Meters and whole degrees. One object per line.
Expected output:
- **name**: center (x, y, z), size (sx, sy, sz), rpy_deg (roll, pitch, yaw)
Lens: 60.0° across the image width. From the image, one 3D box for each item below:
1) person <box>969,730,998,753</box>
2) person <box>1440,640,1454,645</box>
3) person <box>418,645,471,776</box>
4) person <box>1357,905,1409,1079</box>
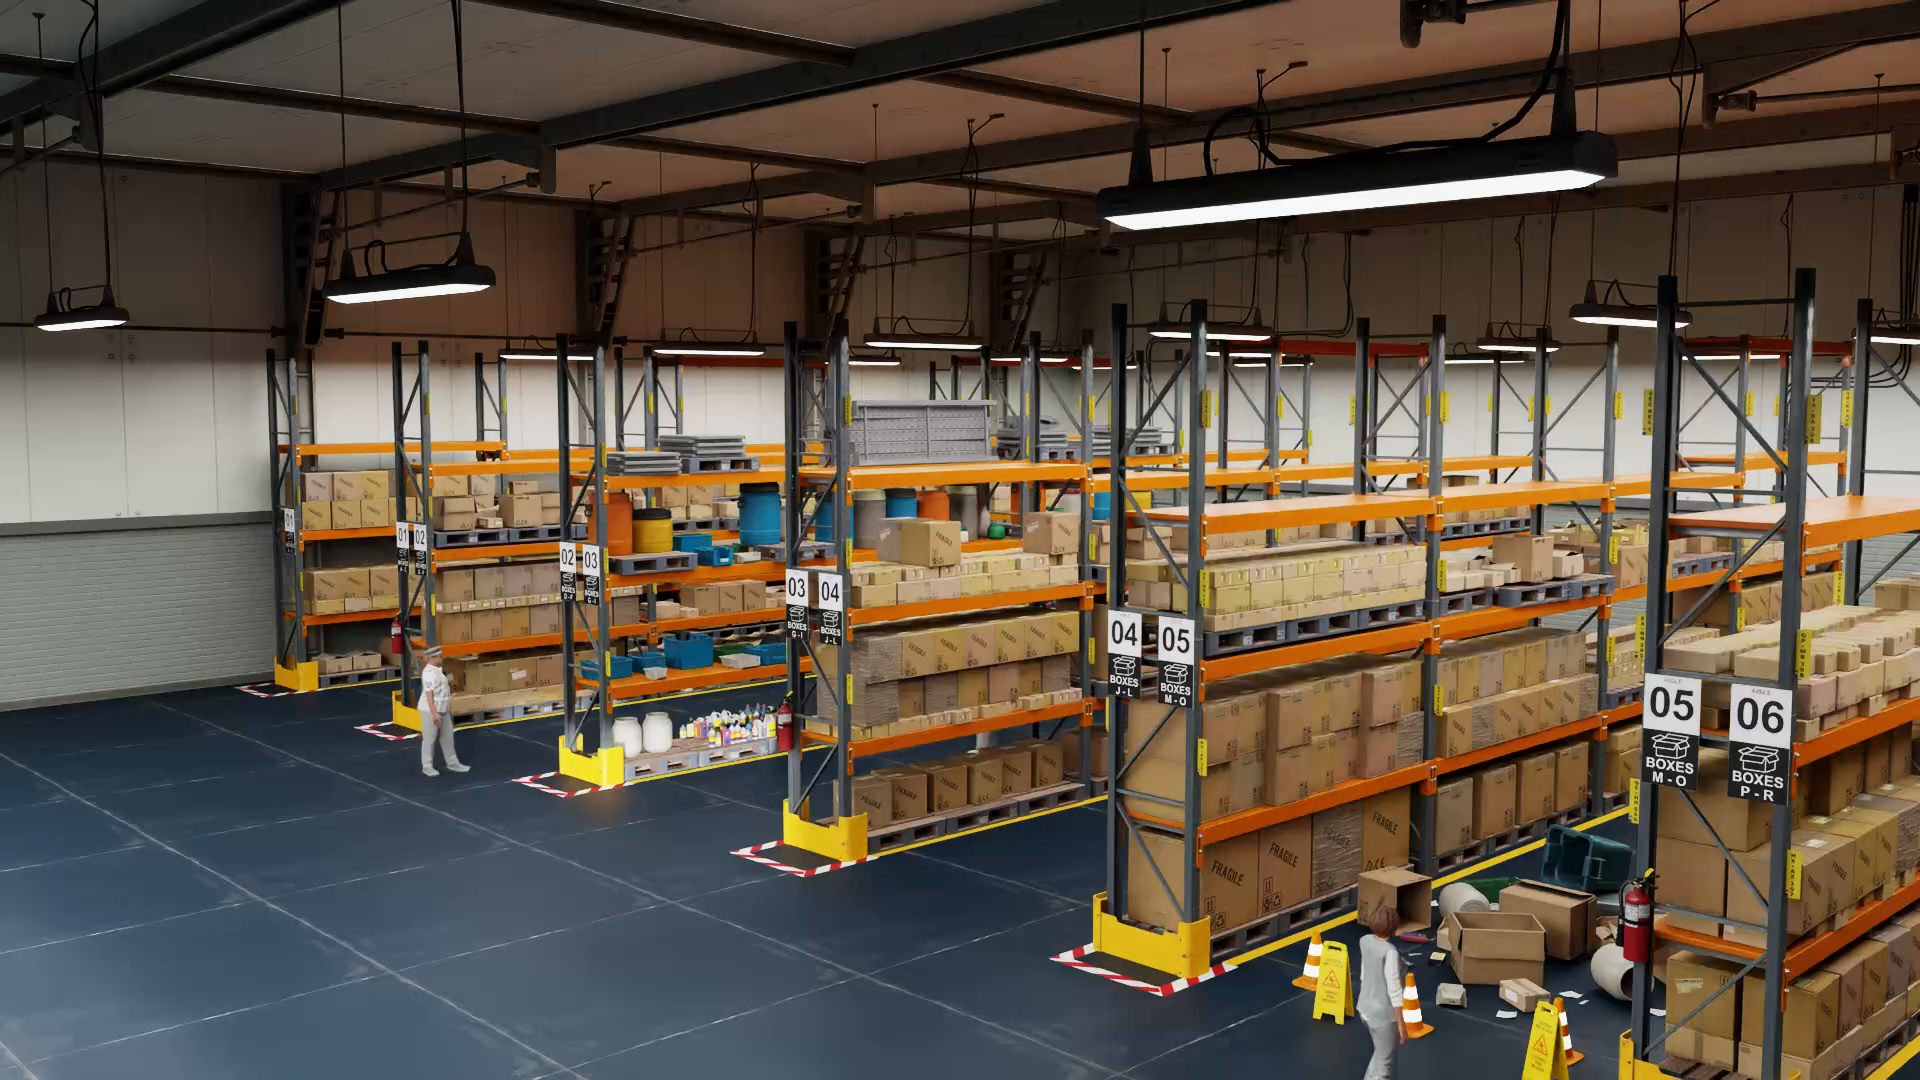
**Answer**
- **person**: center (0.400, 2.257, 23.979), size (0.462, 1.663, 0.535), rpy_deg (3, 6, 33)
- **person**: center (6.815, 2.297, 22.972), size (0.791, 1.856, 0.514), rpy_deg (-4, 6, -39)
- **person**: center (-7.095, 2.327, 22.725), size (0.555, 1.776, 0.630), rpy_deg (1, 5, 11)
- **person**: center (2.988, 3.394, 11.692), size (0.352, 1.622, 0.469), rpy_deg (-1, 5, -11)
